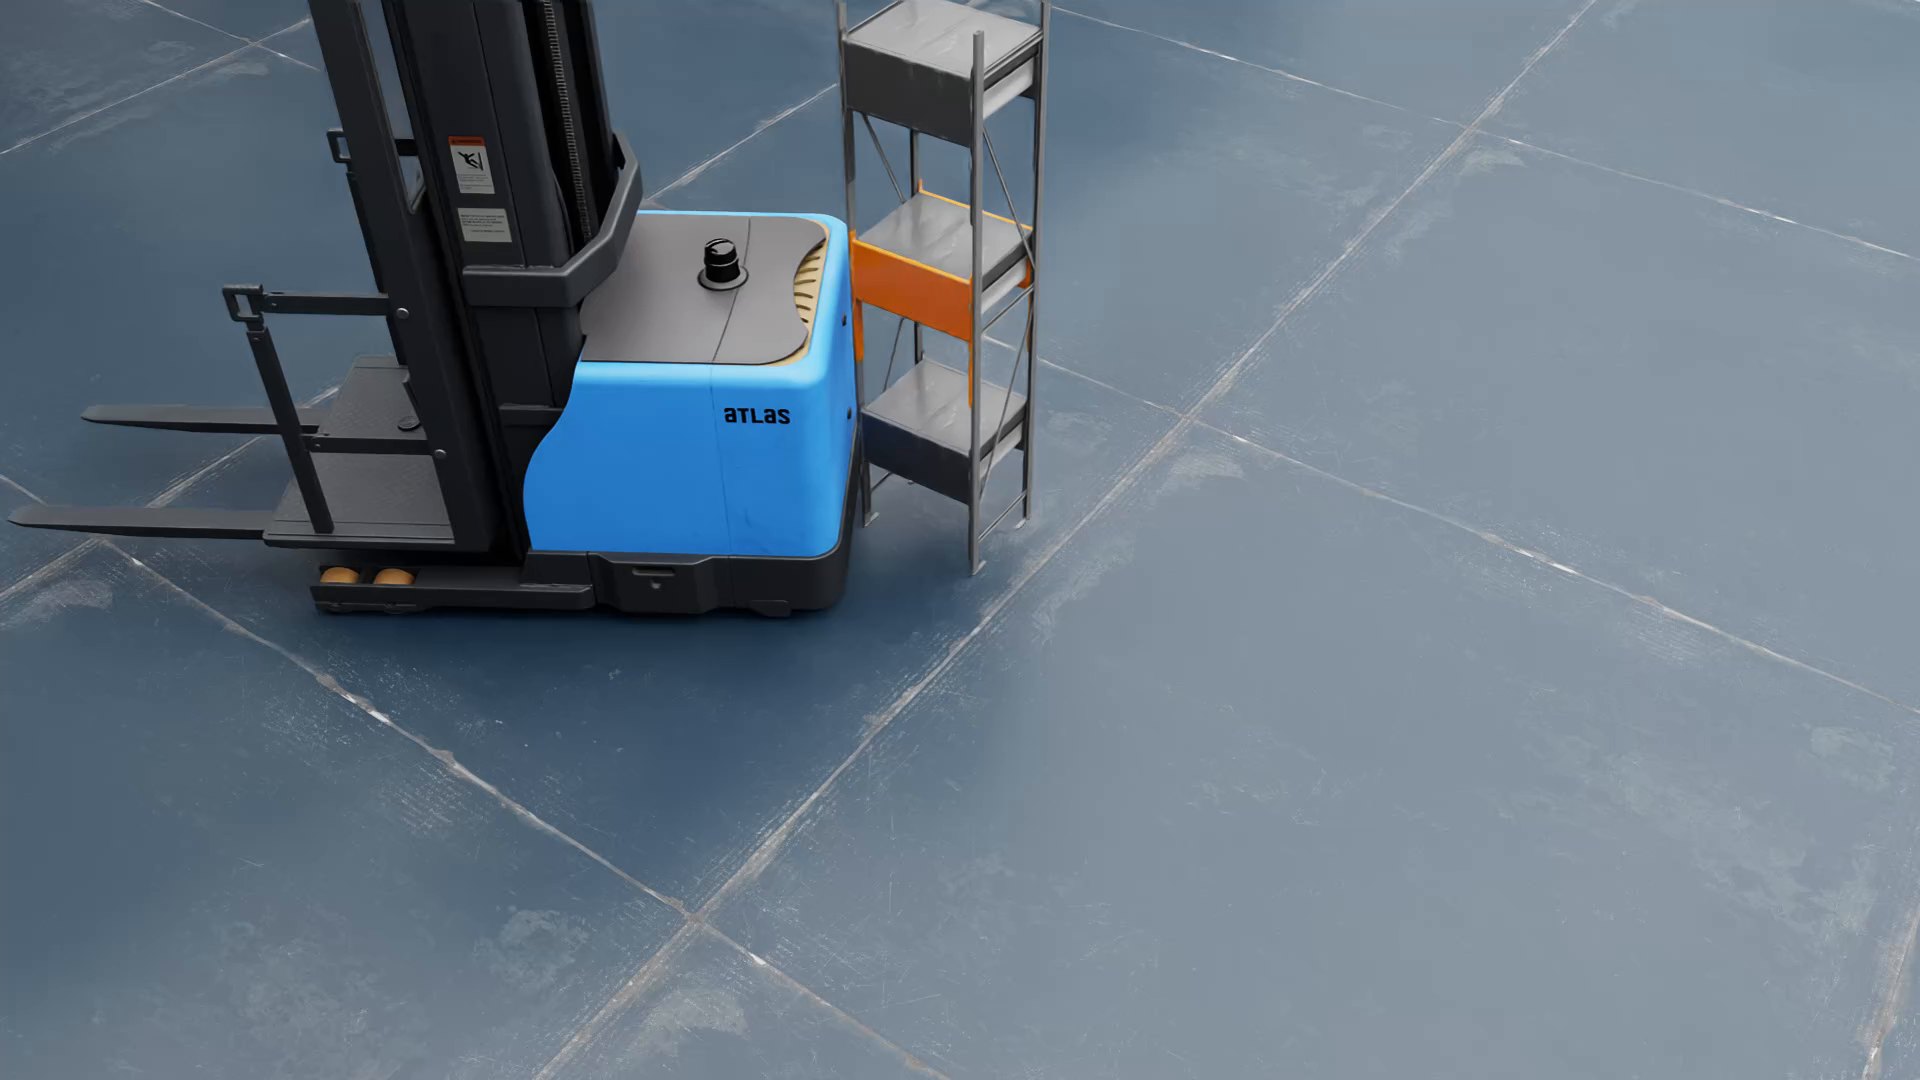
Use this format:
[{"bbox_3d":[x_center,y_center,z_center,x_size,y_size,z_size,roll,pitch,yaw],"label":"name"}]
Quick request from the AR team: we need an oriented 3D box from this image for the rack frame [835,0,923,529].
[{"bbox_3d":[-0.253,-0.939,5.725,0.015,2.100,0.400,24,47,24],"label":"rack frame"}]

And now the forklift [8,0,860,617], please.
[{"bbox_3d":[-1.910,-1.179,5.369,3.031,2.935,1.130,2,42,2],"label":"forklift"}]

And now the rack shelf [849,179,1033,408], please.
[{"bbox_3d":[-0.050,-0.839,5.634,0.480,0.518,0.431,24,47,24],"label":"rack shelf"}]

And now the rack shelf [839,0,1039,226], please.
[{"bbox_3d":[-0.050,-1.361,5.167,0.480,0.518,0.431,24,47,24],"label":"rack shelf"}]

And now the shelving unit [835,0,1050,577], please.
[{"bbox_3d":[-0.050,-0.849,5.624,0.503,2.100,0.431,24,47,24],"label":"shelving unit"}]

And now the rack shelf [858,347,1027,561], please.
[{"bbox_3d":[-0.050,-0.317,6.100,0.480,0.518,0.431,24,47,24],"label":"rack shelf"}]

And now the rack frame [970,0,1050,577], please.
[{"bbox_3d":[0.154,-0.759,5.524,0.015,2.100,0.400,24,47,24],"label":"rack frame"}]
